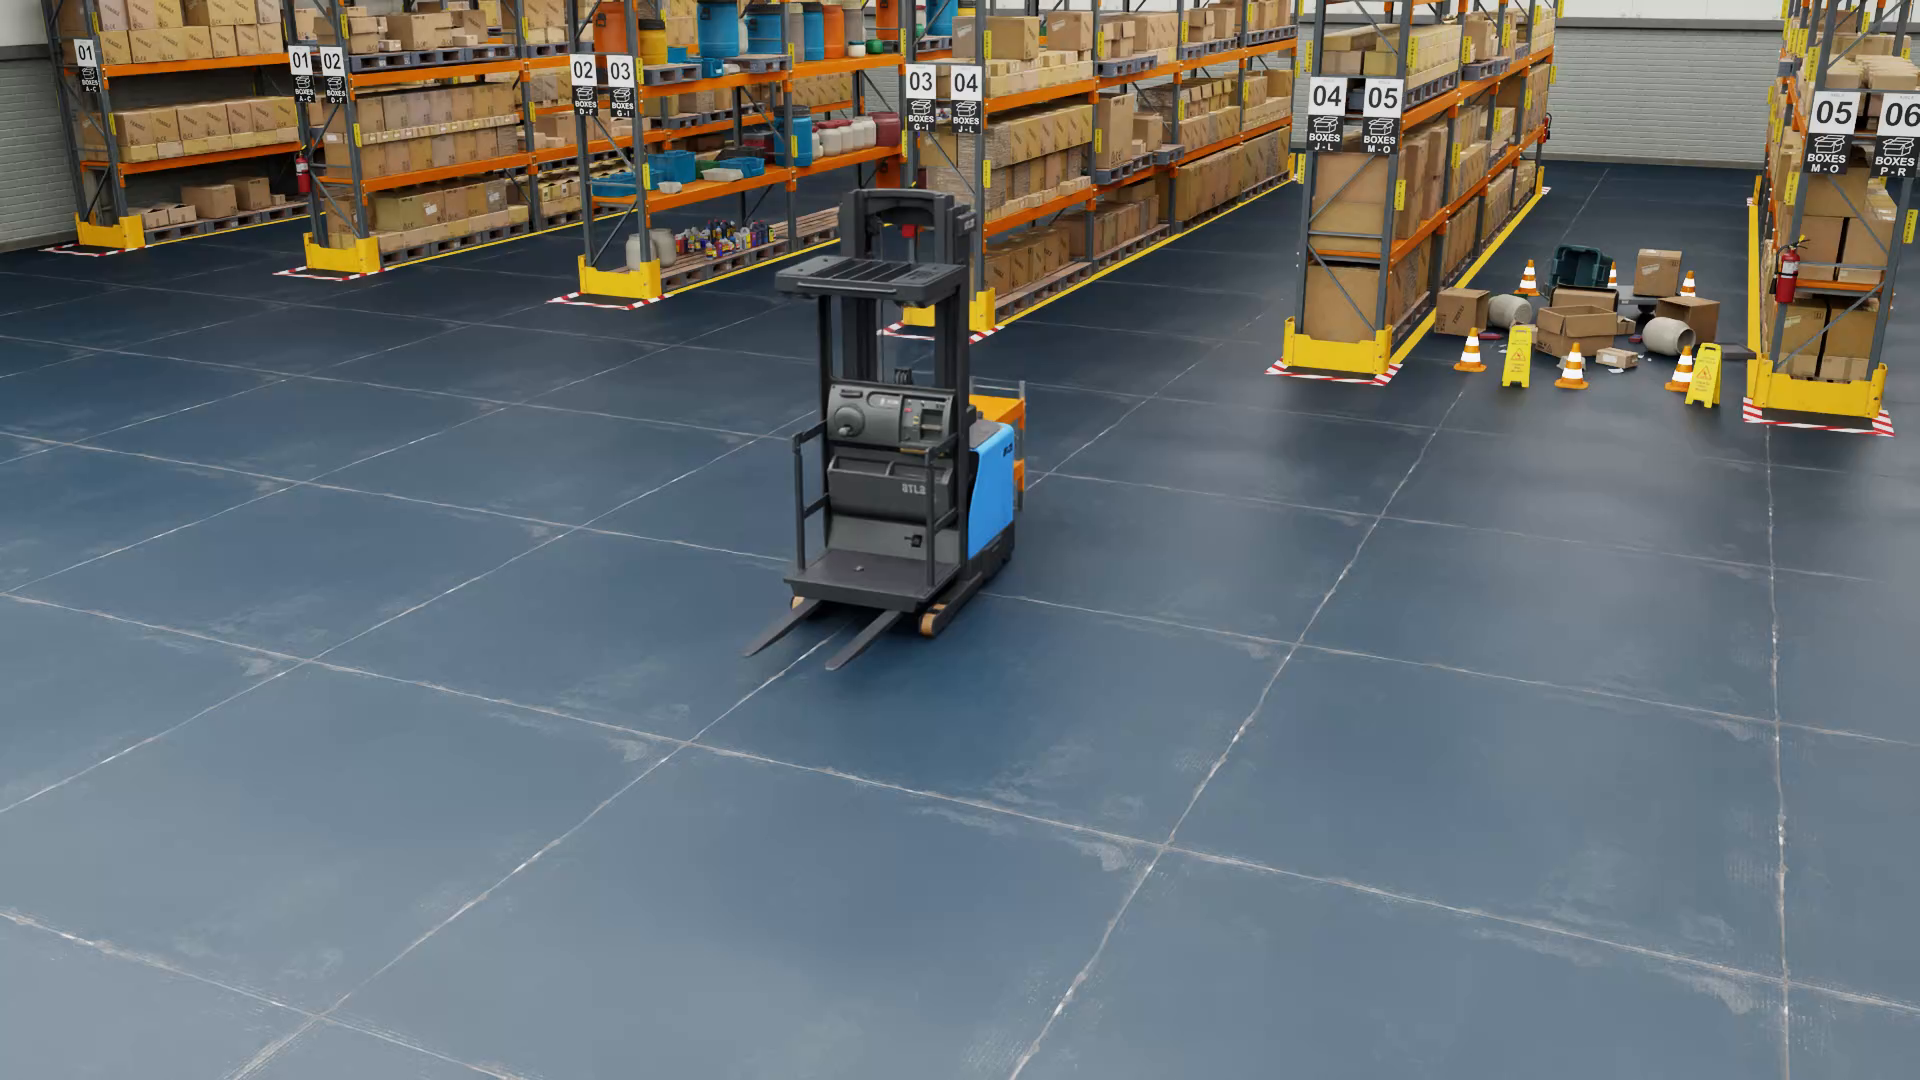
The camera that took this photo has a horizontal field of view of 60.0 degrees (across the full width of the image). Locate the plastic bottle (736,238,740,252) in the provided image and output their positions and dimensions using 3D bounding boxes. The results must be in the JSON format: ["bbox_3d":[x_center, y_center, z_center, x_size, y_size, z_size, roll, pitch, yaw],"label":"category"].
[{"bbox_3d":[-3.359,-4.429,24.965,0.097,0.201,0.097,0,20,0],"label":"plastic bottle"}]

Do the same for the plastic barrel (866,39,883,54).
[{"bbox_3d":[-1.471,-8.503,28.657,0.294,0.245,0.294,0,20,0],"label":"plastic barrel"}]

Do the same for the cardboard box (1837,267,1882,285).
[{"bbox_3d":[9.196,-2.718,17.009,0.380,0.149,0.250,9,21,23],"label":"cardboard box"}]

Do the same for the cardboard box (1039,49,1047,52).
[{"bbox_3d":[1.003,-6.726,23.057,0.380,0.149,0.250,7,21,20],"label":"cardboard box"}]

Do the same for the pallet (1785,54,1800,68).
[{"bbox_3d":[12.814,-7.077,24.697,1.003,0.211,1.213,10,22,25],"label":"pallet"}]

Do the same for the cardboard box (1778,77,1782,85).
[{"bbox_3d":[14.348,-7.937,28.700,0.380,0.149,0.250,8,21,21],"label":"cardboard box"}]

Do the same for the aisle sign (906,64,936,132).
[{"bbox_3d":[-0.473,-5.367,20.205,0.394,0.787,0.004,9,21,23],"label":"aisle sign"}]

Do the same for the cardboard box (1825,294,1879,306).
[{"bbox_3d":[9.670,-2.393,18.078,0.500,0.500,0.500,8,21,21],"label":"cardboard box"}]

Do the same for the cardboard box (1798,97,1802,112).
[{"bbox_3d":[9.546,-4.835,18.485,0.380,0.149,0.250,8,21,22],"label":"cardboard box"}]

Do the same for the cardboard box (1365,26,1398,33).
[{"bbox_3d":[5.178,-6.250,20.497,0.380,0.149,0.250,8,21,22],"label":"cardboard box"}]

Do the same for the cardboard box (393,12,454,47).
[{"bbox_3d":[-8.361,-7.943,25.861,0.797,0.503,0.637,11,22,29],"label":"cardboard box"}]

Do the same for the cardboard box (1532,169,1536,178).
[{"bbox_3d":[10.906,-7.094,32.125,0.380,0.149,0.250,8,21,21],"label":"cardboard box"}]

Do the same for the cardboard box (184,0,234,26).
[{"bbox_3d":[-12.469,-8.803,27.596,0.500,0.500,0.500,8,21,21],"label":"cardboard box"}]

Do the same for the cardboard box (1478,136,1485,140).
[{"bbox_3d":[7.967,-6.194,25.714,0.380,0.149,0.250,10,22,25],"label":"cardboard box"}]

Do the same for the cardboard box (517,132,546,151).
[{"bbox_3d":[-7.410,-6.789,28.307,0.500,0.250,0.500,10,22,26],"label":"cardboard box"}]

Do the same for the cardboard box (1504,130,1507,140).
[{"bbox_3d":[8.930,-6.776,27.794,0.380,0.149,0.250,7,21,20],"label":"cardboard box"}]

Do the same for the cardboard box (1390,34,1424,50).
[{"bbox_3d":[4.945,-5.538,18.496,0.380,0.149,0.250,8,21,22],"label":"cardboard box"}]

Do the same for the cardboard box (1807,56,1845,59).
[{"bbox_3d":[9.883,-5.440,18.996,0.380,0.149,0.250,8,21,21],"label":"cardboard box"}]

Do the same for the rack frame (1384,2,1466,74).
[{"bbox_3d":[5.948,-7.458,21.011,1.000,3.000,0.127,9,21,23],"label":"rack frame"}]

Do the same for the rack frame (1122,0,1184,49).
[{"bbox_3d":[3.103,-9.393,26.450,1.000,3.000,0.127,9,21,23],"label":"rack frame"}]

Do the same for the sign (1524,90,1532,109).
[{"bbox_3d":[9.732,-7.548,28.487,0.100,0.325,0.005,9,21,23],"label":"sign"}]

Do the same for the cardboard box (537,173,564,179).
[{"bbox_3d":[-7.253,-6.345,29.475,0.500,0.311,0.500,8,21,23],"label":"cardboard box"}]

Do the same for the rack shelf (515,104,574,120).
[{"bbox_3d":[-9.635,-8.877,35.028,1.077,0.370,4.000,9,21,23],"label":"rack shelf"}]

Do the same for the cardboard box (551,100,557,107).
[{"bbox_3d":[-8.926,-9.423,35.834,0.380,0.149,0.250,9,22,24],"label":"cardboard box"}]

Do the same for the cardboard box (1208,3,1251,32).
[{"bbox_3d":[5.006,-9.742,30.982,0.700,0.500,0.500,7,21,20],"label":"cardboard box"}]

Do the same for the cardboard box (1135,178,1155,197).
[{"bbox_3d":[2.856,-5.740,27.087,0.500,0.250,0.500,10,22,25],"label":"cardboard box"}]

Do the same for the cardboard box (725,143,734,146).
[{"bbox_3d":[-4.924,-7.900,34.279,0.500,0.500,0.500,9,21,23],"label":"cardboard box"}]

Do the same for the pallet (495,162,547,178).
[{"bbox_3d":[-9.562,-7.893,35.349,1.003,0.211,1.213,9,21,23],"label":"pallet"}]

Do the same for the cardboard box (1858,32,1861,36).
[{"bbox_3d":[13.612,-7.700,25.673,0.500,0.311,0.500,9,21,23],"label":"cardboard box"}]

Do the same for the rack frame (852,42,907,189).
[{"bbox_3d":[-1.416,-7.246,29.366,1.000,3.000,0.127,9,21,23],"label":"rack frame"}]

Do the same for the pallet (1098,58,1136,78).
[{"bbox_3d":[1.815,-6.842,24.035,1.213,0.211,1.003,9,21,23],"label":"pallet"}]

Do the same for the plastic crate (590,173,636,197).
[{"bbox_3d":[-4.760,-4.924,23.060,0.499,0.251,0.616,9,21,23],"label":"plastic crate"}]

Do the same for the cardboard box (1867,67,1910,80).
[{"bbox_3d":[9.631,-4.814,17.238,0.380,0.149,0.250,8,21,22],"label":"cardboard box"}]

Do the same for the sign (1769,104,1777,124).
[{"bbox_3d":[13.275,-6.950,27.124,0.100,0.325,0.005,9,21,23],"label":"sign"}]

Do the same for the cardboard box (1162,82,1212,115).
[{"bbox_3d":[3.955,-7.712,29.030,0.797,0.503,0.637,9,22,24],"label":"cardboard box"}]

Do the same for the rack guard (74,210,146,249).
[{"bbox_3d":[-13.699,-5.005,26.796,1.175,0.500,0.348,9,21,23],"label":"rack guard"}]

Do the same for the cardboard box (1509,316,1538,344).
[{"bbox_3d":[6.925,-2.565,20.286,0.396,0.266,0.258,13,23,32],"label":"cardboard box"}]

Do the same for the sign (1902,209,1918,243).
[{"bbox_3d":[9.363,-3.094,16.400,0.100,0.325,0.005,9,21,23],"label":"sign"}]

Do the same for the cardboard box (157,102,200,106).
[{"bbox_3d":[-13.102,-7.090,28.003,0.500,0.500,0.500,9,21,23],"label":"cardboard box"}]

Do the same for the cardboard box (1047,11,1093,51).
[{"bbox_3d":[1.513,-7.007,22.878,0.500,0.500,0.500,8,21,21],"label":"cardboard box"}]

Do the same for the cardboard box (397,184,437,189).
[{"bbox_3d":[-8.659,-5.402,26.538,0.500,0.500,0.500,9,21,23],"label":"cardboard box"}]

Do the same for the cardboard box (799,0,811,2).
[{"bbox_3d":[-3.598,-11.522,35.271,0.700,0.500,0.500,9,21,23],"label":"cardboard box"}]

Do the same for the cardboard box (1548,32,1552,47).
[{"bbox_3d":[10.715,-9.310,30.919,0.500,0.250,0.500,9,21,23],"label":"cardboard box"}]

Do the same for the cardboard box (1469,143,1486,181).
[{"bbox_3d":[7.441,-5.575,24.519,0.500,0.500,0.500,9,21,23],"label":"cardboard box"}]

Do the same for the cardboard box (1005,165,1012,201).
[{"bbox_3d":[0.172,-4.641,21.450,0.875,0.500,0.500,9,21,23],"label":"cardboard box"}]

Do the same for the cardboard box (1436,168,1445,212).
[{"bbox_3d":[5.808,-4.588,21.669,0.875,0.550,0.550,9,21,23],"label":"cardboard box"}]

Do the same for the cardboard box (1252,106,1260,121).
[{"bbox_3d":[5.380,-8.117,31.597,0.500,0.250,0.500,8,21,22],"label":"cardboard box"}]

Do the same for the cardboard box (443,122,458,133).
[{"bbox_3d":[-8.115,-6.474,26.080,0.380,0.149,0.250,9,22,24],"label":"cardboard box"}]

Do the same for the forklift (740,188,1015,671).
[{"bbox_3d":[-0.570,-0.863,11.522,1.130,2.935,3.031,7,21,20],"label":"forklift"}]

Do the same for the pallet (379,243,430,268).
[{"bbox_3d":[-8.935,-4.407,25.544,1.003,0.211,1.213,9,21,23],"label":"pallet"}]

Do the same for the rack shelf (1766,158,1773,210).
[{"bbox_3d":[12.963,-5.479,25.471,1.077,0.370,4.000,9,21,23],"label":"rack shelf"}]

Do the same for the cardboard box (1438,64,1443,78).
[{"bbox_3d":[5.571,-5.627,19.936,0.380,0.149,0.250,8,21,22],"label":"cardboard box"}]

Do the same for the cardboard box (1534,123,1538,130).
[{"bbox_3d":[10.678,-7.812,31.335,0.380,0.149,0.250,9,22,24],"label":"cardboard box"}]

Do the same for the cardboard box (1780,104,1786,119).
[{"bbox_3d":[12.529,-6.227,24.861,0.500,0.500,0.500,9,21,23],"label":"cardboard box"}]

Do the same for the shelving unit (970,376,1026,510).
[{"bbox_3d":[0.125,-0.660,13.645,0.538,1.125,1.048,7,21,20],"label":"shelving unit"}]

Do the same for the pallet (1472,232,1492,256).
[{"bbox_3d":[7.907,-4.779,26.593,1.003,0.211,1.213,9,21,23],"label":"pallet"}]
